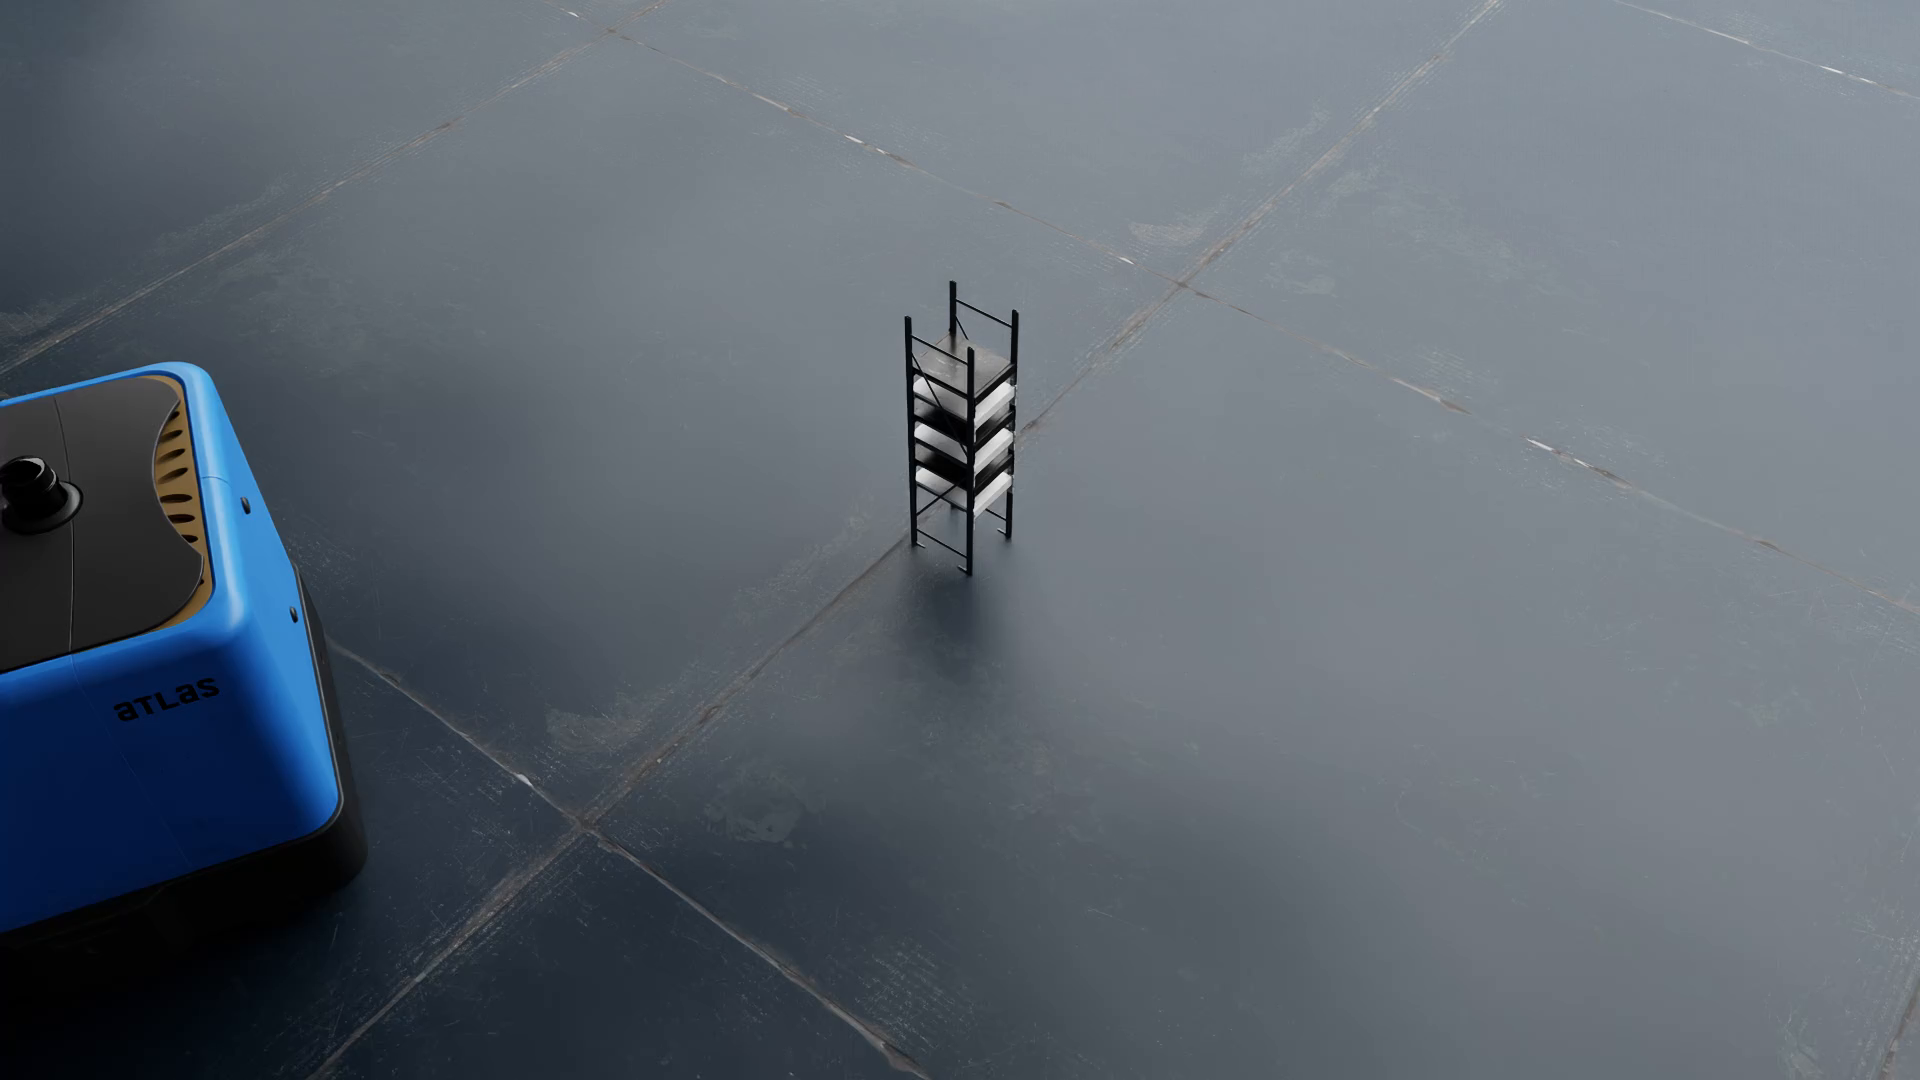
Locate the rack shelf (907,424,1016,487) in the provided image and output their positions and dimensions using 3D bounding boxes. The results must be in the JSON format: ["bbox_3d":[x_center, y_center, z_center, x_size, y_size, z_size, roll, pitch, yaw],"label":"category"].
[{"bbox_3d":[0.005,-0.292,4.953,0.258,0.077,0.200,29,53,25],"label":"rack shelf"}]

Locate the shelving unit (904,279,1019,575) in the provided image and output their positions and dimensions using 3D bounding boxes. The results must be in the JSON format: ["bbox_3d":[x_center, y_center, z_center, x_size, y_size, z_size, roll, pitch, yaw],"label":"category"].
[{"bbox_3d":[0.005,-0.315,4.929,0.258,0.900,0.210,29,53,25],"label":"shelving unit"}]

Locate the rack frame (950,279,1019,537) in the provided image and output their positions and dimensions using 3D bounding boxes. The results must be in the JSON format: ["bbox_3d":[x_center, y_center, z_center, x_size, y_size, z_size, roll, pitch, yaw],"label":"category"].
[{"bbox_3d":[0.067,-0.374,4.985,0.240,0.900,0.006,29,53,25],"label":"rack frame"}]

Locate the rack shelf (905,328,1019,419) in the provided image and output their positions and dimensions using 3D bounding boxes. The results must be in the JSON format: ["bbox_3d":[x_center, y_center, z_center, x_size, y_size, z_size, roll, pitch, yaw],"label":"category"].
[{"bbox_3d":[0.005,-0.479,4.758,0.258,0.077,0.200,29,53,25],"label":"rack shelf"}]

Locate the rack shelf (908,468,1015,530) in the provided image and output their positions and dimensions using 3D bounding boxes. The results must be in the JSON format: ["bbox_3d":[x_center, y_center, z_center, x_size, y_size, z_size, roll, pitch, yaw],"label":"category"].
[{"bbox_3d":[0.005,-0.168,5.083,0.258,0.077,0.200,29,53,25],"label":"rack shelf"}]

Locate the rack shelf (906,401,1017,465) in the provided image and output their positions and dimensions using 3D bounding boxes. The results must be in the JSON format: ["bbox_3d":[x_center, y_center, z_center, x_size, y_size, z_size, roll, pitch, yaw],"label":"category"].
[{"bbox_3d":[0.005,-0.355,4.888,0.258,0.077,0.200,29,53,25],"label":"rack shelf"}]

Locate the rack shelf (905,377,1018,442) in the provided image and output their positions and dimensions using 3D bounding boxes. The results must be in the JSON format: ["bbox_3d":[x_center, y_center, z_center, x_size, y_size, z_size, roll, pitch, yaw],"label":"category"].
[{"bbox_3d":[0.005,-0.417,4.823,0.258,0.077,0.200,29,53,25],"label":"rack shelf"}]

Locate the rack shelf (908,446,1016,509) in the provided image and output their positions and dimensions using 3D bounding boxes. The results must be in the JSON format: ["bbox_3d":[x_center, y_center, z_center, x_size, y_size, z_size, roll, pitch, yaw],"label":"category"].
[{"bbox_3d":[0.005,-0.230,5.018,0.258,0.077,0.200,29,53,25],"label":"rack shelf"}]

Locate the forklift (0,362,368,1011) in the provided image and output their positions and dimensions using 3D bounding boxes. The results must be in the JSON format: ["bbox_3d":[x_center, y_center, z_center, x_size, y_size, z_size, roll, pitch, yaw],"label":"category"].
[{"bbox_3d":[-3.118,-0.008,3.230,3.031,2.935,1.130,-17,49,-16],"label":"forklift"}]

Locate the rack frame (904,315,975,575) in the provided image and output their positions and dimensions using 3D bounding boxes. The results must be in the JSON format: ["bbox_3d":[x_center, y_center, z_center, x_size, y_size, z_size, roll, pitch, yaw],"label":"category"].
[{"bbox_3d":[-0.057,-0.257,4.873,0.240,0.900,0.006,29,53,25],"label":"rack frame"}]
